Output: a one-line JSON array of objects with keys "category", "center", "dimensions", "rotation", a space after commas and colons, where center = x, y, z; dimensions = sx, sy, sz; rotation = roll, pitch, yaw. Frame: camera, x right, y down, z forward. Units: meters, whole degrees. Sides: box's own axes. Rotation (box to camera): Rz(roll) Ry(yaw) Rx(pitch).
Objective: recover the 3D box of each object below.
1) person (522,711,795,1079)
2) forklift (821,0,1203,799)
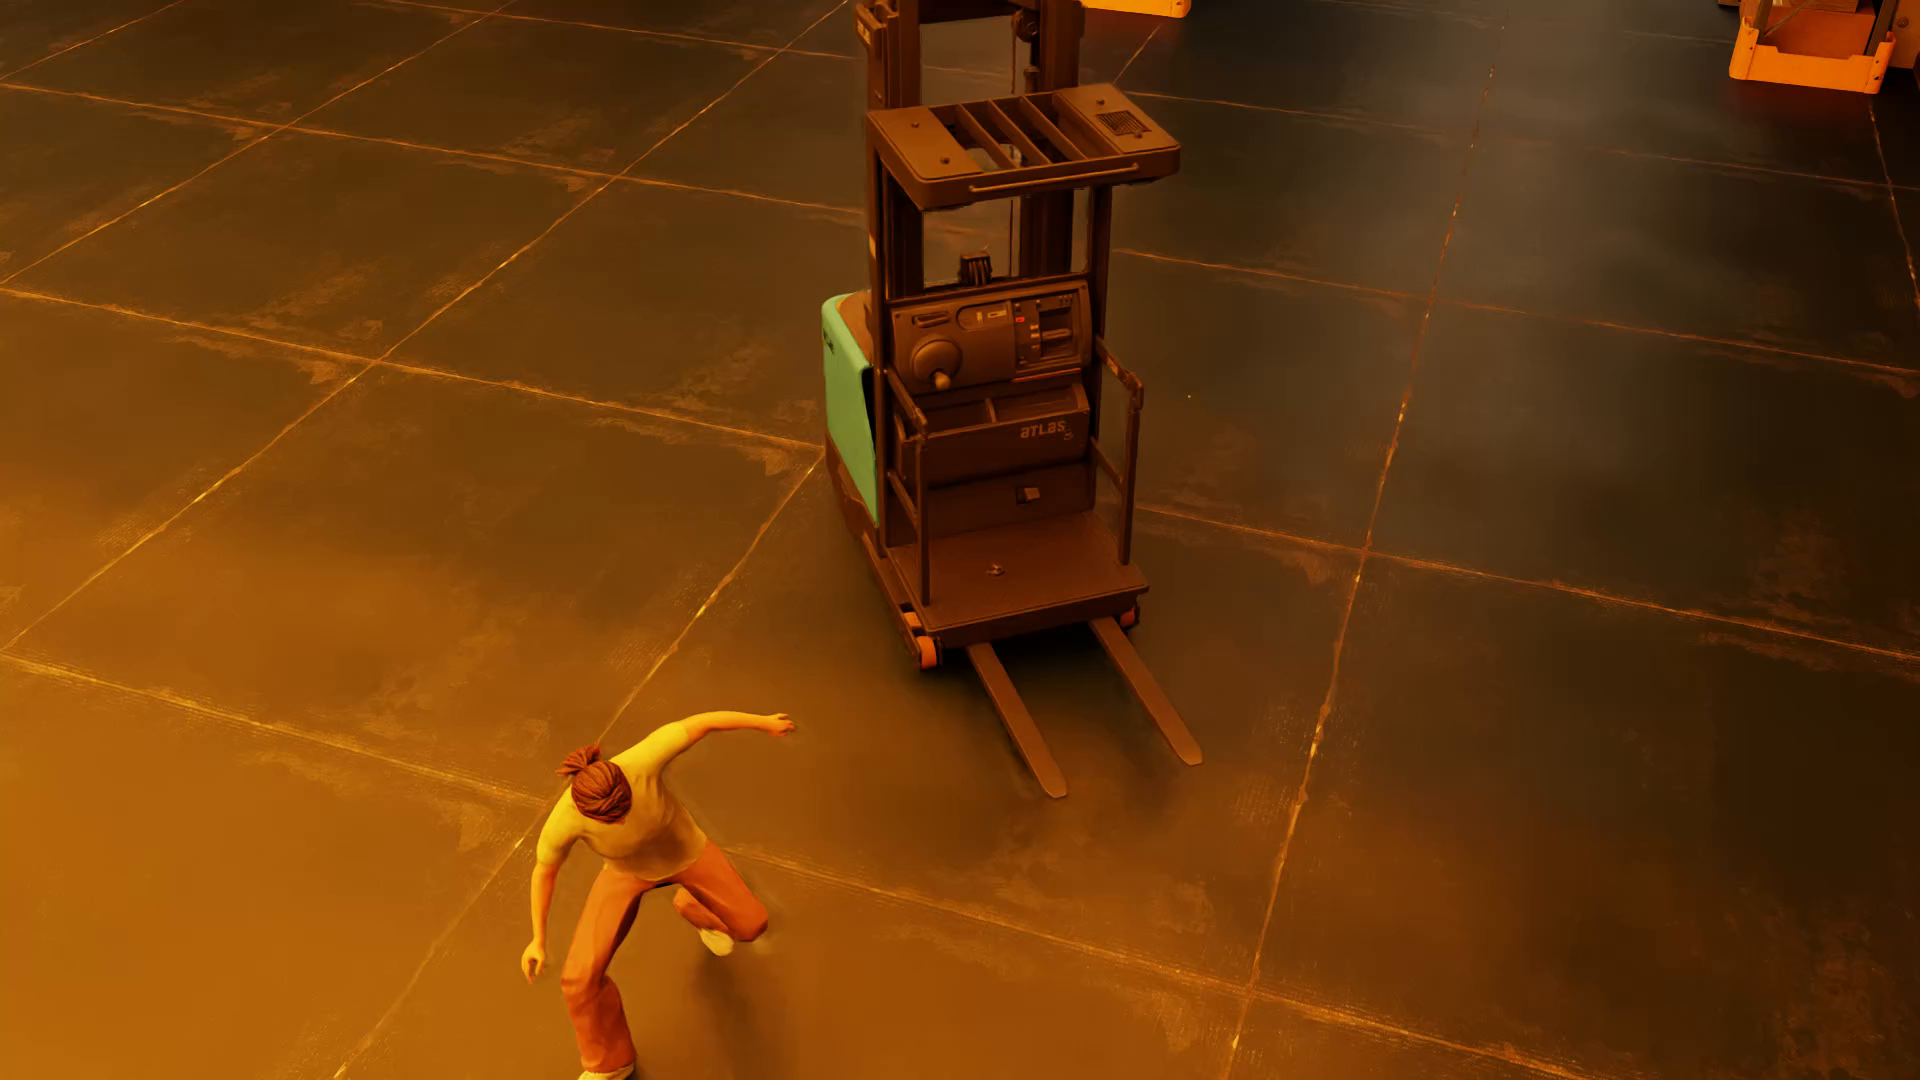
[{"category": "person", "center": [-1.025, 1.153, 5.792], "dimensions": [1.069, 1.419, 0.712], "rotation": [-12, 37, -17]}, {"category": "forklift", "center": [0.220, -0.852, 7.312], "dimensions": [1.130, 2.935, 3.031], "rotation": [-11, 37, -15]}]
